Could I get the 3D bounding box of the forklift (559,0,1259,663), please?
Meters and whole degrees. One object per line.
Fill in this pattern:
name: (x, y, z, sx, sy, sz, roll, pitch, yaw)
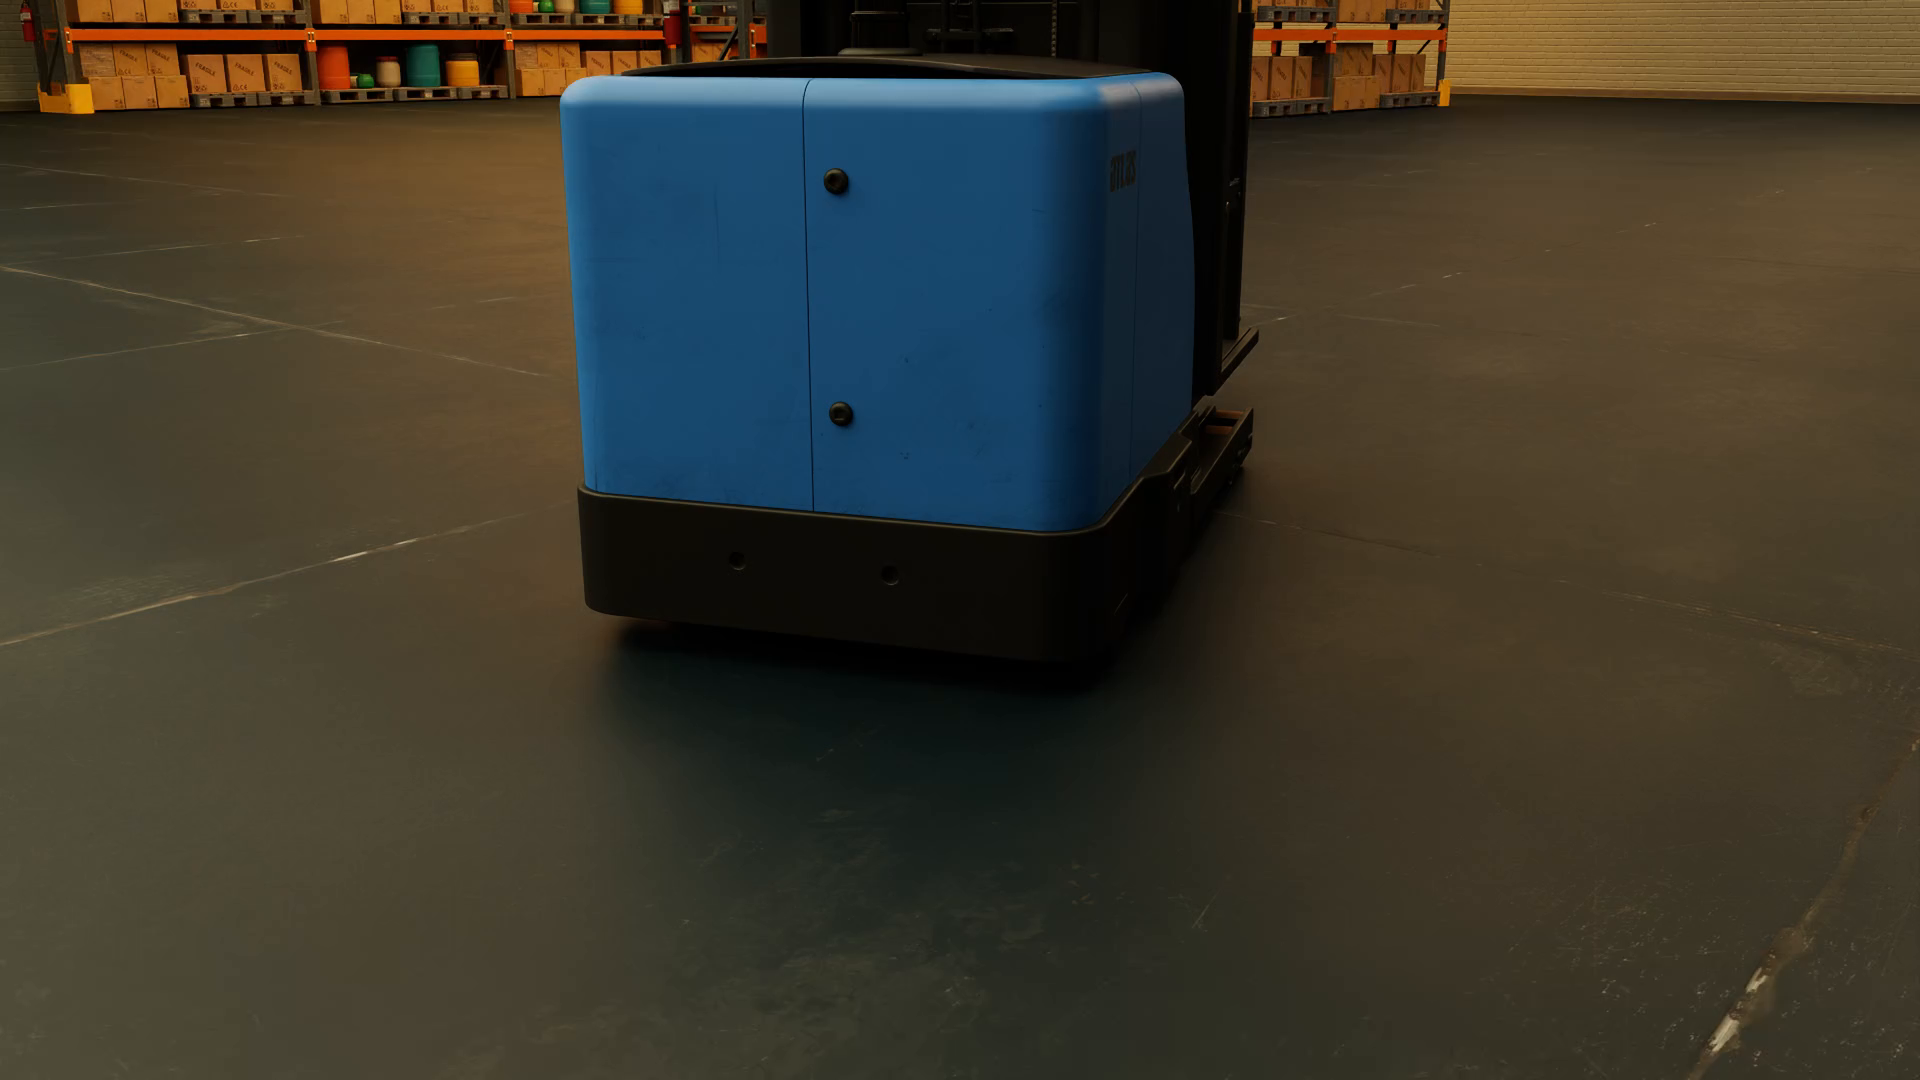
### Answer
forklift: (0.182, -1.571, 4.072, 1.130, 2.935, 3.031, 5, 18, 17)
